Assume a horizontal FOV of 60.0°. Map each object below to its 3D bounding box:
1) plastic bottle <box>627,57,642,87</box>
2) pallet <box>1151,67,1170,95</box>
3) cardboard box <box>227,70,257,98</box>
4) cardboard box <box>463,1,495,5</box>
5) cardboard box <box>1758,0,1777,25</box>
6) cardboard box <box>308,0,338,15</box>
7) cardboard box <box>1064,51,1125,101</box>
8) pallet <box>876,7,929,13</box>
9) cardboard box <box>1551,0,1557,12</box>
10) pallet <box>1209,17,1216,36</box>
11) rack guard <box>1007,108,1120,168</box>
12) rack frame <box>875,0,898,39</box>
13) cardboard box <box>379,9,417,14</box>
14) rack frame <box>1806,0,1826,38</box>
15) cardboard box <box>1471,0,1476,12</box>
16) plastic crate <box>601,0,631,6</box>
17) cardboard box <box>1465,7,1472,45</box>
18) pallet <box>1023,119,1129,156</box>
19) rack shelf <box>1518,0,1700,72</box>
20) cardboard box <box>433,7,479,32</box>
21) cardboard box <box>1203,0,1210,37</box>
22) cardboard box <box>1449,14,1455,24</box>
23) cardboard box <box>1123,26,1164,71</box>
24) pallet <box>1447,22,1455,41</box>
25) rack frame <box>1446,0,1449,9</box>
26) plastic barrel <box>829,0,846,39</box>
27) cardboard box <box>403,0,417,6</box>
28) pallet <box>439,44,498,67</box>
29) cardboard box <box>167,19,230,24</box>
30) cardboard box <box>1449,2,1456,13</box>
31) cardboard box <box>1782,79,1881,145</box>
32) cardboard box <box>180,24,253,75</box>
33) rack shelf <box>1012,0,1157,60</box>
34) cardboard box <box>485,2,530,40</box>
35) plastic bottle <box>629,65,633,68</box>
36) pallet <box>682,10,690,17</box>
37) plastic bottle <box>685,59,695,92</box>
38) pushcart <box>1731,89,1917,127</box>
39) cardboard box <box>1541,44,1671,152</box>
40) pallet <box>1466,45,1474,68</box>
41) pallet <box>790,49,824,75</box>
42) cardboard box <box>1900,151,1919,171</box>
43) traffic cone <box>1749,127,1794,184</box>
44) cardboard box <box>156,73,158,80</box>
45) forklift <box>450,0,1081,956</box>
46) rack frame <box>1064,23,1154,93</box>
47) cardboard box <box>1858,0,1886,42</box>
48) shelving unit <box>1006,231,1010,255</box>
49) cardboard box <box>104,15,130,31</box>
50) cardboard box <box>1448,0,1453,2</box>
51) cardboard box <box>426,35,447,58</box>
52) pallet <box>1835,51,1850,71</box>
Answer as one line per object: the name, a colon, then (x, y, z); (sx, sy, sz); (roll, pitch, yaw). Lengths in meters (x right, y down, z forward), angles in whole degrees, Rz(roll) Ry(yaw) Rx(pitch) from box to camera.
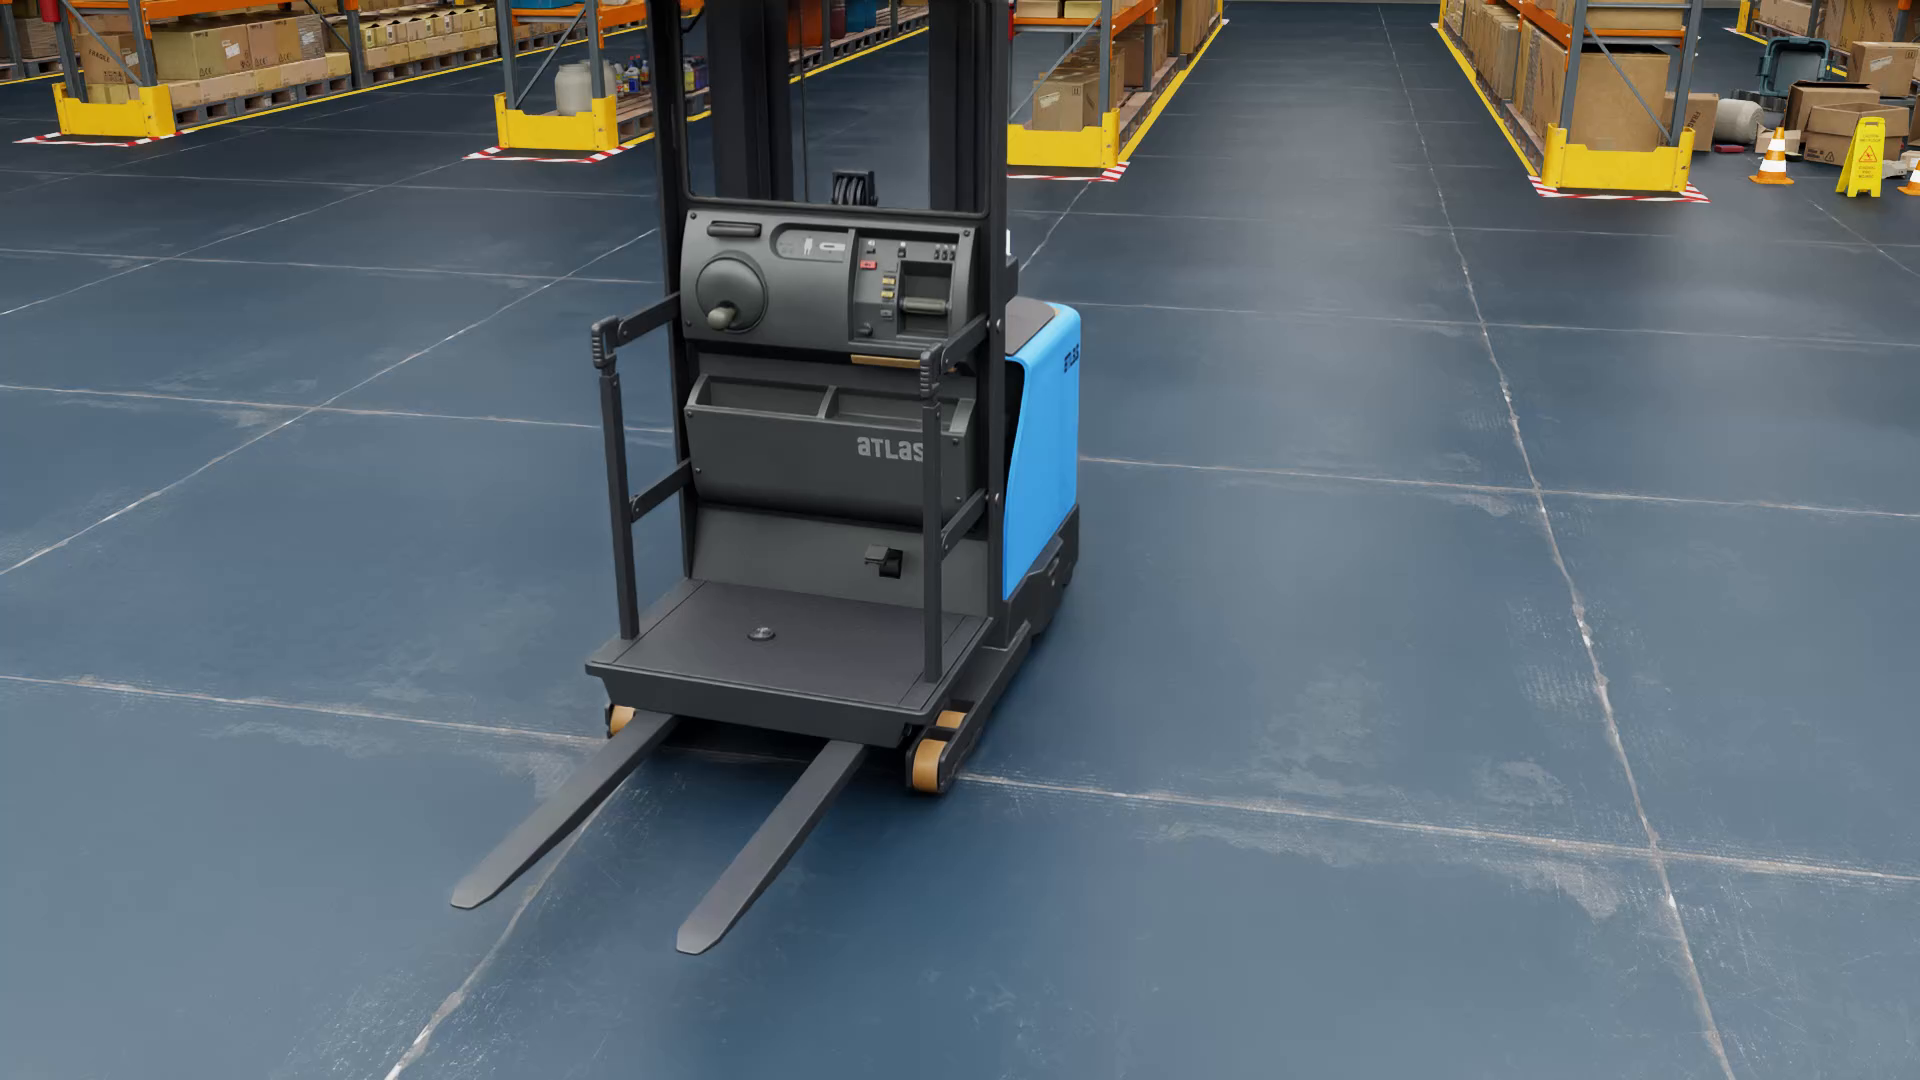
plastic bottle: (-3.767, -5.395, 19.192); (0.144, 0.351, 0.185); (4, 22, 9)
pallet: (2.096, -5.814, 21.007); (1.003, 0.211, 1.213); (4, 22, 11)
cardboard box: (-8.294, -5.133, 18.702); (0.500, 0.250, 0.500); (4, 22, 11)
cardboard box: (-7.228, -7.999, 25.457); (0.500, 0.500, 0.500); (5, 23, 13)
cardboard box: (13.805, -8.766, 27.471); (0.875, 0.438, 0.875); (4, 22, 9)
cardboard box: (-11.229, -9.384, 28.453); (0.750, 0.750, 0.750); (5, 22, 12)
cardboard box: (1.461, -5.057, 18.179); (0.500, 0.500, 0.500); (12, 25, 28)
pallet: (-0.915, -9.549, 30.281); (1.003, 0.211, 1.213); (4, 22, 11)
cardboard box: (6.137, -5.301, 15.799); (0.875, 0.550, 0.500); (4, 22, 11)
pallet: (3.802, -8.727, 28.240); (1.003, 0.211, 1.213); (4, 22, 11)
rack guard: (0.891, -3.780, 15.571); (1.175, 0.500, 0.348); (4, 22, 11)
rack frame: (-1.525, -9.678, 26.870); (1.000, 3.000, 0.127); (4, 22, 11)
cardboard box: (-7.789, -7.226, 23.147); (0.500, 0.311, 0.500); (4, 22, 9)
rack frame: (13.025, -8.545, 24.056); (1.000, 3.000, 0.127); (4, 22, 11)
cardboard box: (7.535, -7.638, 23.583); (0.500, 0.250, 0.500); (5, 23, 13)
plastic crate: (-3.476, -5.470, 16.774); (0.298, 0.136, 0.250); (4, 22, 11)
cardboard box: (7.642, -7.477, 24.188); (0.500, 0.500, 0.500); (5, 23, 13)
pallet: (1.091, -3.941, 16.356); (1.003, 0.211, 1.213); (4, 22, 11)
rack shelf: (6.118, -4.895, 15.955); (1.077, 0.370, 4.000); (4, 22, 11)
cardboard box: (-7.155, -7.373, 23.513); (0.500, 0.311, 0.500); (4, 22, 10)
cardboard box: (3.213, -8.274, 25.666); (1.225, 0.875, 0.875); (5, 22, 11)
cardboard box: (8.283, -8.590, 27.422); (0.380, 0.149, 0.250); (3, 22, 8)
cardboard box: (2.181, -6.224, 21.050); (0.700, 0.500, 0.500); (6, 23, 15)
pallet: (8.508, -8.288, 27.150); (1.003, 0.211, 1.213); (4, 22, 11)
rack frame: (8.975, -10.349, 28.534); (1.000, 3.000, 0.127); (4, 22, 11)
plastic barrel: (-2.027, -7.885, 25.082); (0.600, 0.588, 0.708); (4, 22, 11)
cardboard box: (-10.656, -10.301, 31.200); (0.700, 0.500, 0.500); (4, 22, 9)
pallet: (-7.396, -7.003, 23.959); (1.003, 0.211, 1.213); (4, 22, 11)
cardboard box: (-8.711, -5.704, 19.117); (0.500, 0.500, 0.500); (4, 22, 11)
cardboard box: (8.384, -8.909, 27.816); (0.380, 0.149, 0.250); (5, 23, 13)
cardboard box: (8.639, -4.240, 16.525); (0.797, 0.637, 0.503); (4, 22, 11)
cardboard box: (-8.305, -5.482, 18.564); (0.500, 0.500, 0.500); (4, 22, 11)
rack shelf: (1.283, -5.310, 16.986); (1.077, 0.370, 4.000); (4, 22, 11)
cardboard box: (-6.817, -7.784, 24.922); (0.500, 0.500, 0.500); (5, 23, 13)
plastic bottle: (-3.760, -5.302, 19.066); (0.097, 0.271, 0.097); (0, 22, 0)
pallet: (-5.734, -9.907, 31.171); (1.003, 0.211, 1.213); (4, 22, 11)
plastic bottle: (-3.112, -5.282, 18.911); (0.144, 0.351, 0.185); (4, 22, 11)
pushcart: (9.151, -4.559, 17.668); (1.648, 0.377, 0.936); (-3, 22, -8)
cardboard box: (5.784, -3.959, 14.951); (0.875, 0.875, 0.875); (5, 22, 11)
pallet: (7.755, -6.860, 23.604); (1.003, 0.211, 1.213); (4, 22, 11)
pallet: (-2.537, -6.642, 23.062); (1.003, 0.211, 1.213); (4, 22, 11)
cardboard box: (8.867, -3.467, 15.264); (0.380, 0.149, 0.250); (18, 28, 38)
traffic cone: (7.209, -3.406, 14.692); (0.336, 0.463, 0.334); (4, 22, 11)
cardboard box: (-8.911, -4.990, 18.348); (0.500, 0.250, 0.500); (4, 22, 11)
forklift: (-0.471, -0.767, 4.834); (1.130, 2.935, 3.031); (7, 23, 16)
rack frame: (1.691, -6.375, 18.667); (1.000, 3.000, 0.127); (4, 22, 11)
cardboard box: (12.618, -6.864, 22.163); (0.875, 0.875, 0.875); (5, 22, 12)
shelving unit: (0.034, -0.617, 6.780); (0.258, 1.200, 0.503); (4, 22, 11)
cardboard box: (-12.428, -7.385, 23.931); (0.700, 0.500, 0.500); (4, 22, 11)
cardboard box: (8.420, -9.139, 27.988); (0.380, 0.149, 0.250); (4, 22, 11)
cardboard box: (-7.367, -6.742, 22.697); (0.500, 0.250, 0.500); (5, 22, 12)
pallet: (12.695, -6.516, 22.751); (1.003, 0.211, 1.213); (4, 22, 11)
